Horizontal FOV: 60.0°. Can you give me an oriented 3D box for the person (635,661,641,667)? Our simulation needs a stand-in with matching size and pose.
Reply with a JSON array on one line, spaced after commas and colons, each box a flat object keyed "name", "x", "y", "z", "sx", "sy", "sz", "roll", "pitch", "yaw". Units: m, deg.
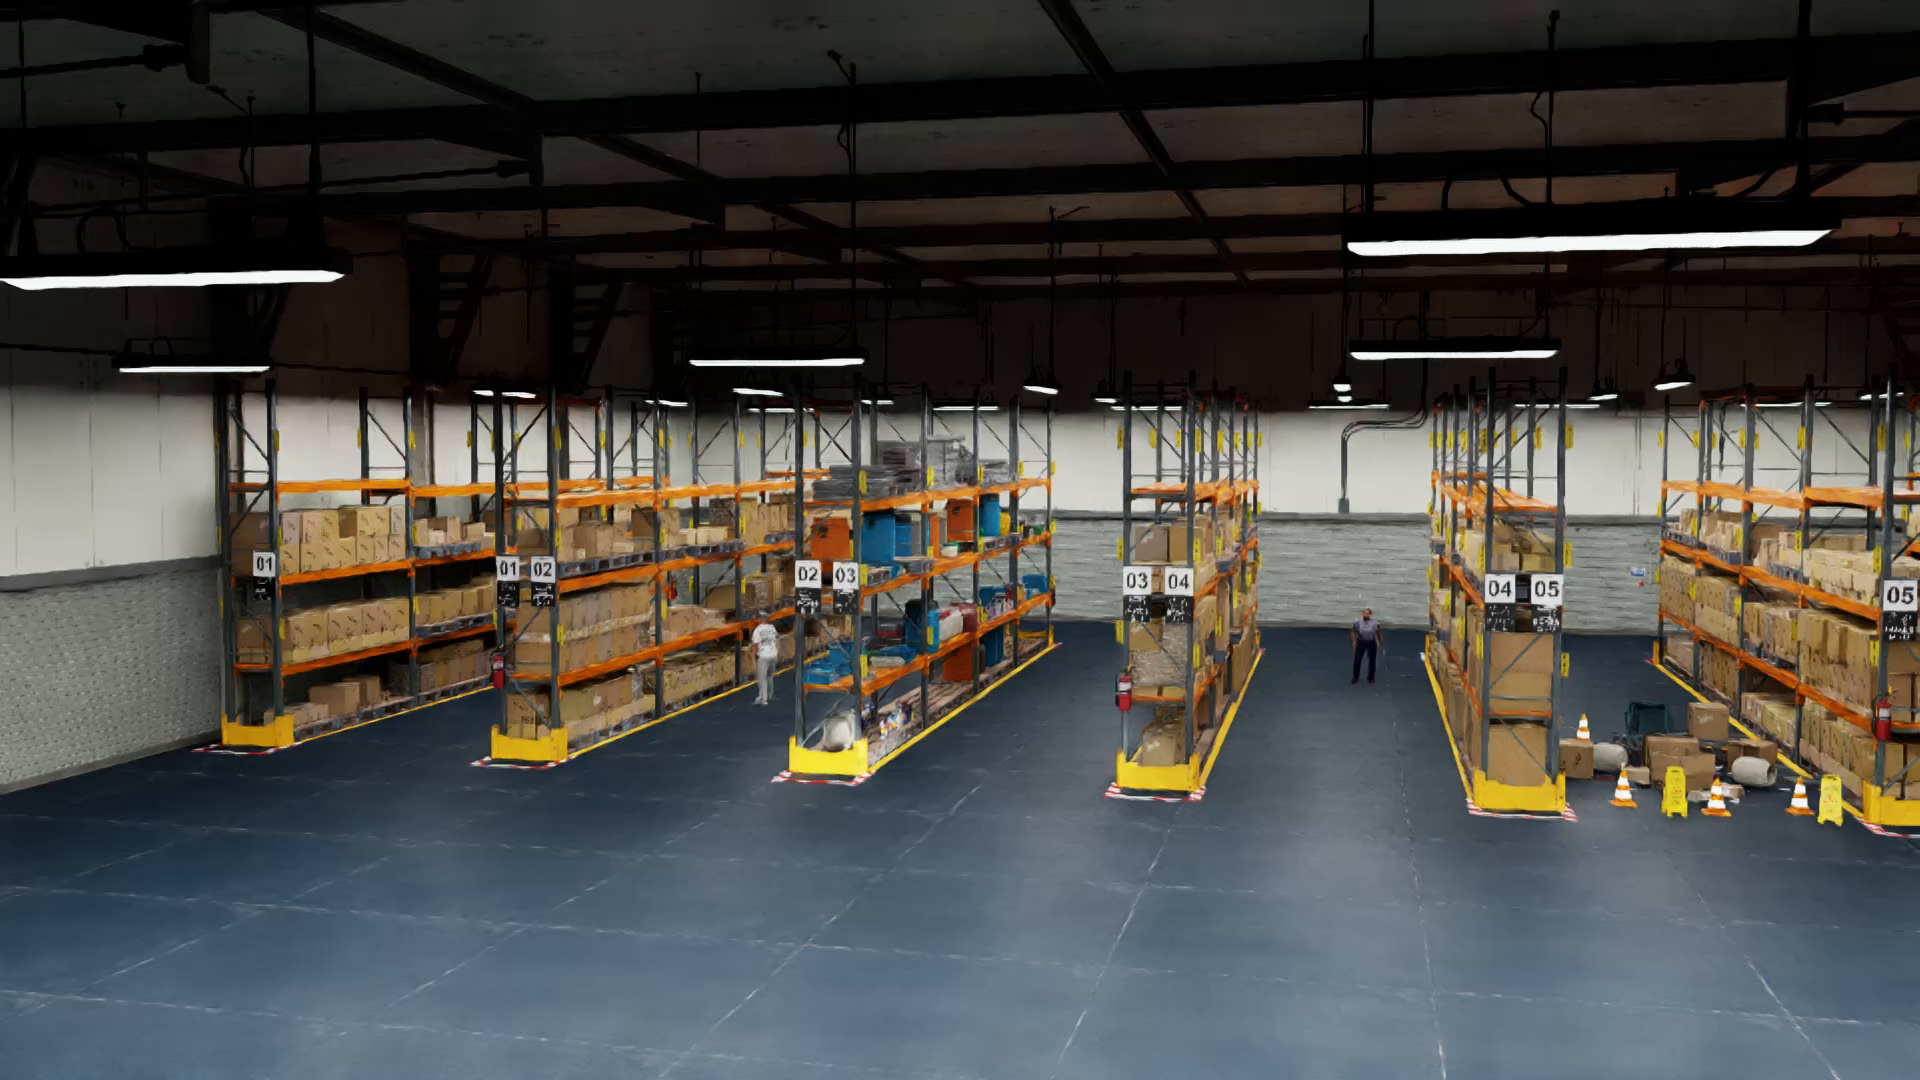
[{"name": "person", "x": -7.259, "y": 2.004, "z": 36.547, "sx": 0.592, "sy": 1.630, "sz": 0.531, "roll": 1, "pitch": 3, "yaw": 11}]

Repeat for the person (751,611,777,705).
[{"name": "person", "x": -3.739, "y": 2.226, "z": 31.485, "sx": 0.501, "sy": 1.758, "sz": 0.588, "roll": 3, "pitch": 5, "yaw": 43}]

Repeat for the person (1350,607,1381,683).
[{"name": "person", "x": 8.355, "y": 2.158, "z": 34.251, "sx": 0.626, "sy": 1.594, "sz": 0.513, "roll": 1, "pitch": 3, "yaw": 11}]
